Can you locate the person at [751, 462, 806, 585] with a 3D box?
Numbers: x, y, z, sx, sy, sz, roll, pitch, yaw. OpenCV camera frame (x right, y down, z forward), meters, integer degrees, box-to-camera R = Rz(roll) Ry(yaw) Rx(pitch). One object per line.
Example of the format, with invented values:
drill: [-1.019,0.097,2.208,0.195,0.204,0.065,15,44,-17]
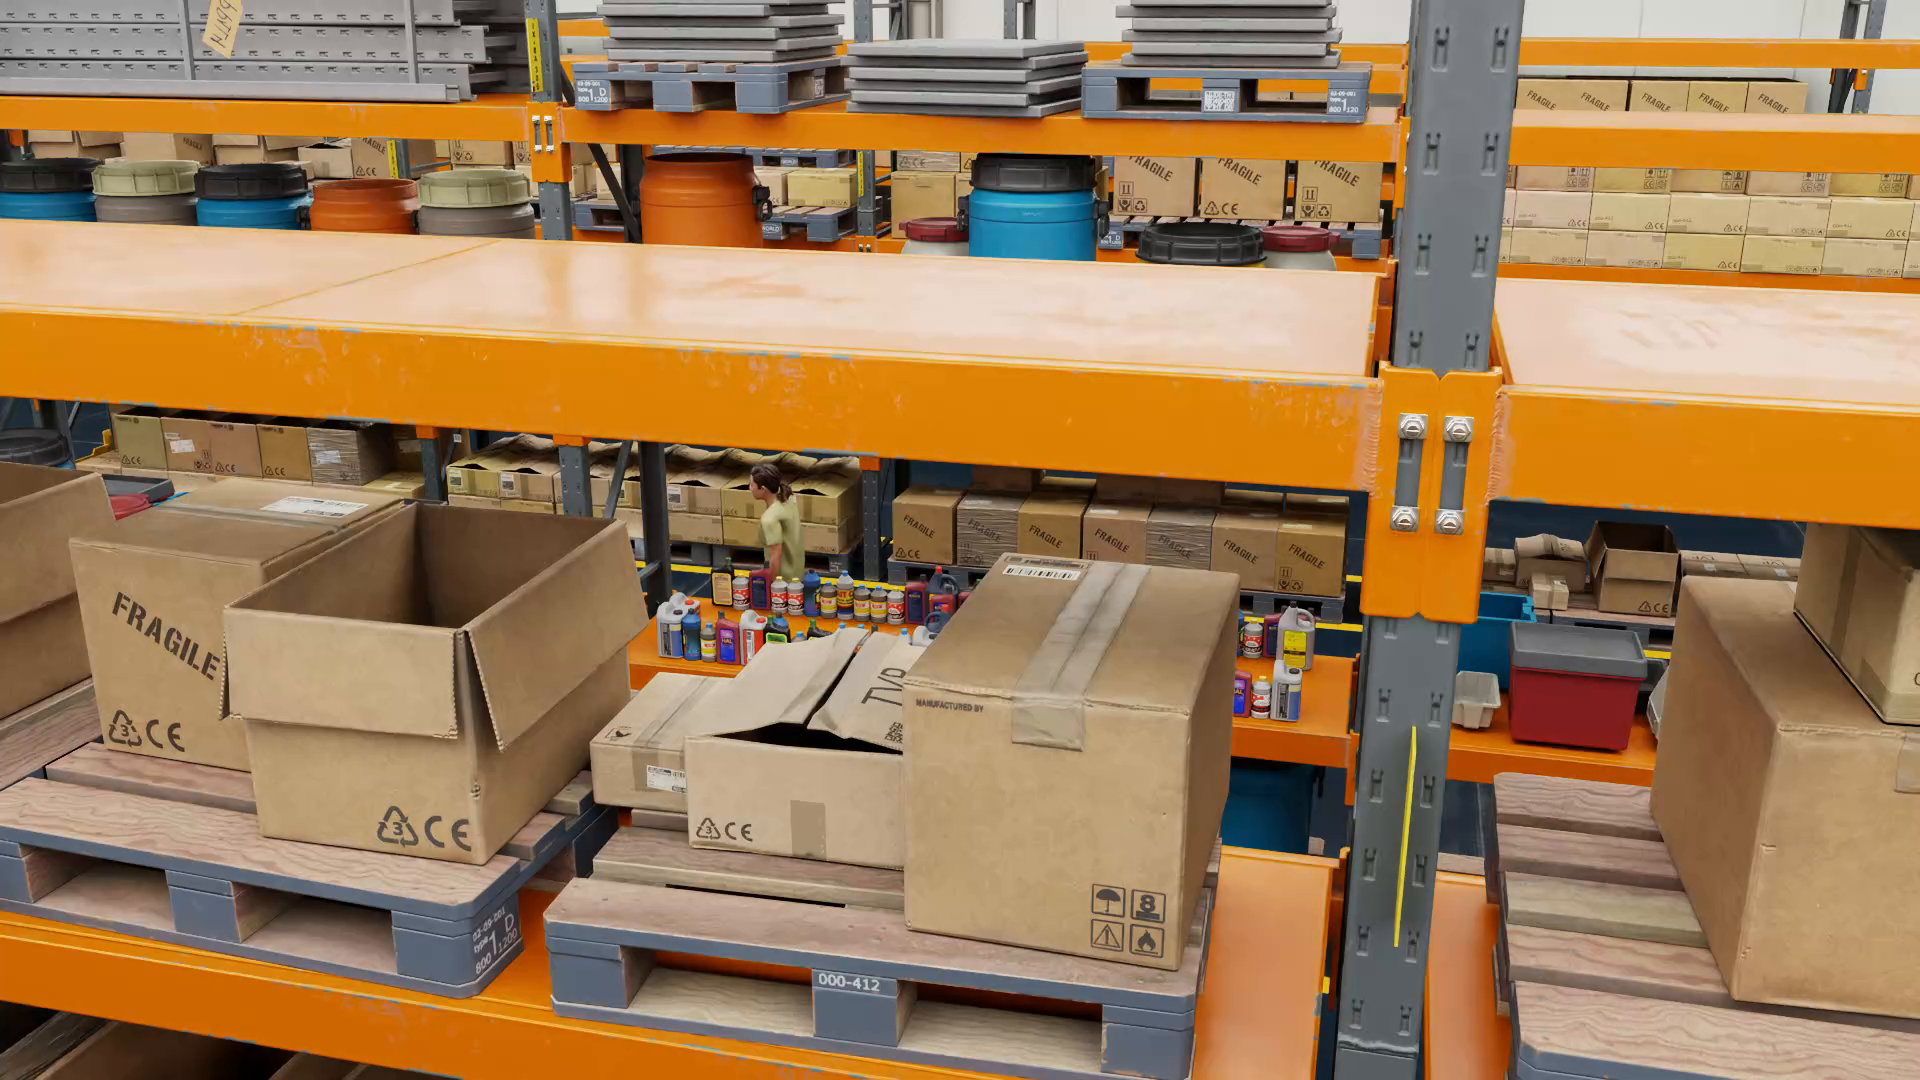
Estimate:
person: [-1.246,0.279,11.219,0.406,1.673,0.499,5,19,14]
